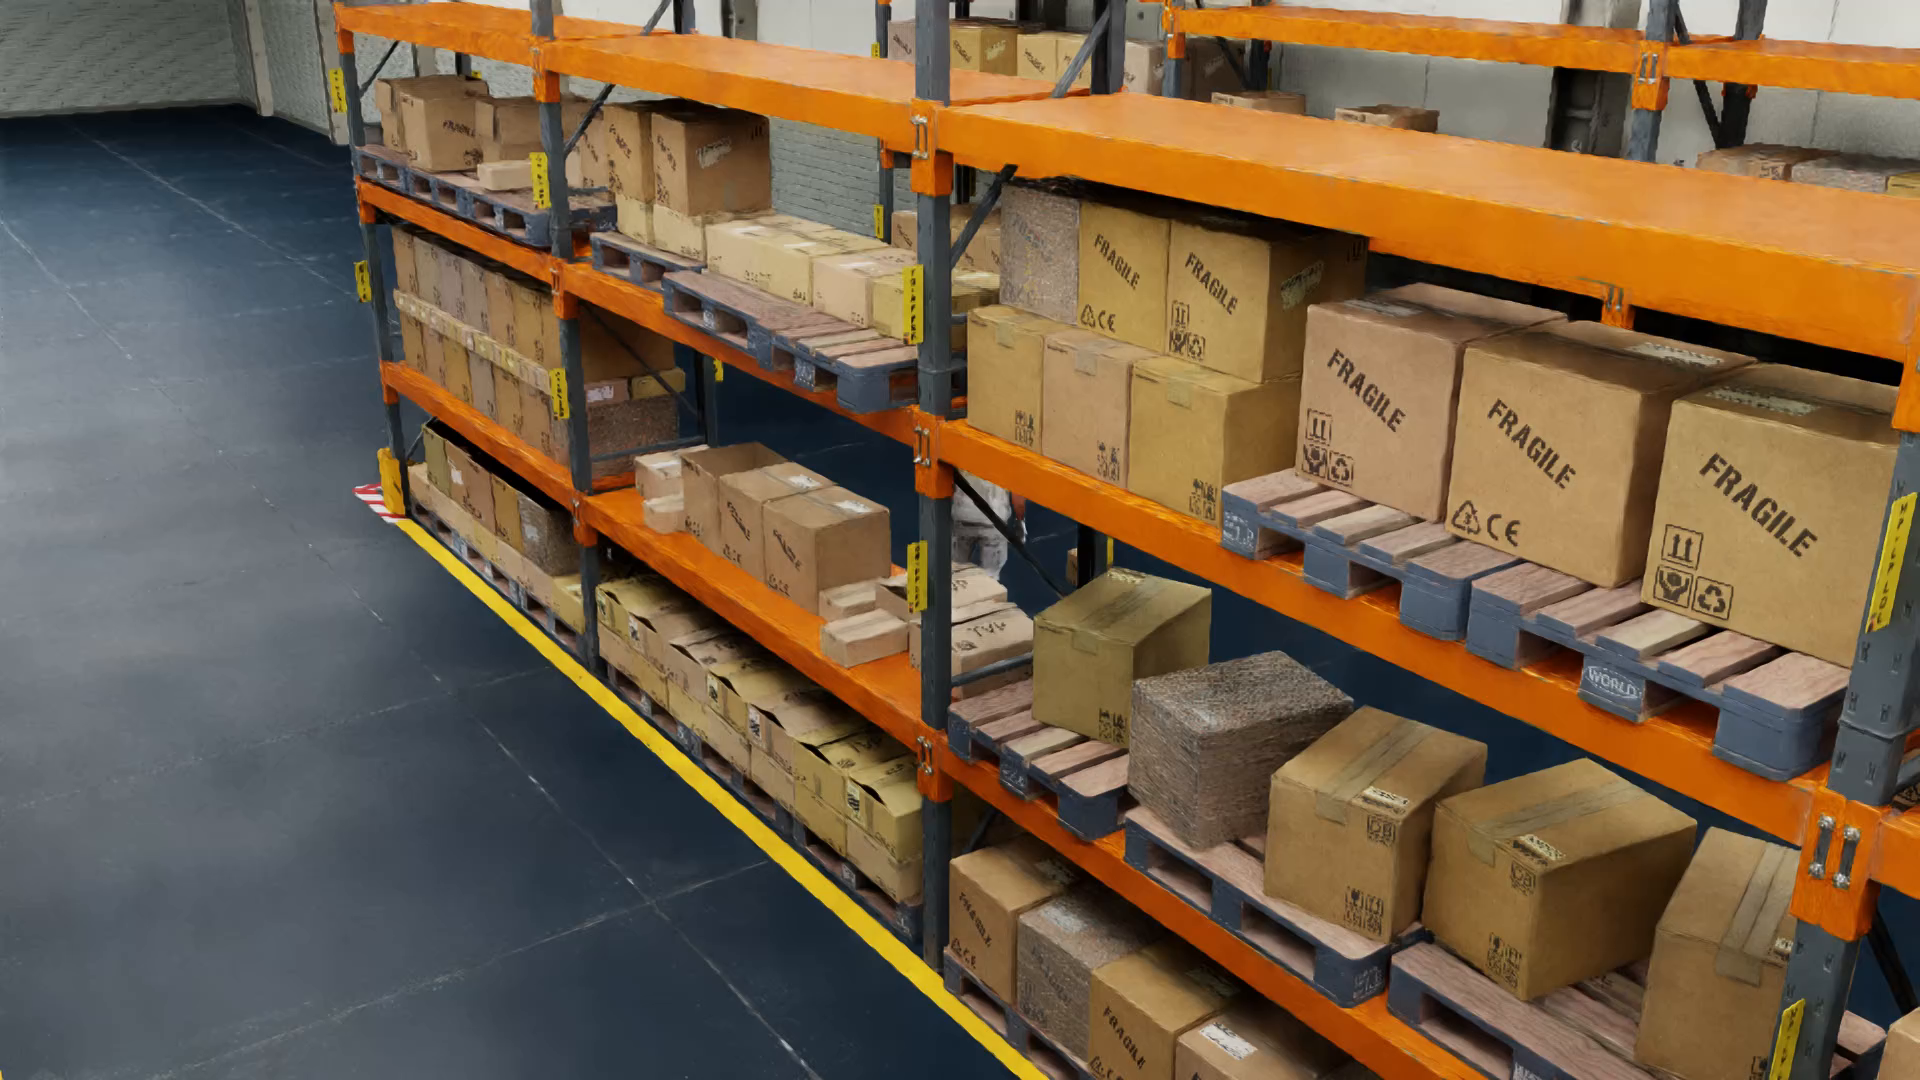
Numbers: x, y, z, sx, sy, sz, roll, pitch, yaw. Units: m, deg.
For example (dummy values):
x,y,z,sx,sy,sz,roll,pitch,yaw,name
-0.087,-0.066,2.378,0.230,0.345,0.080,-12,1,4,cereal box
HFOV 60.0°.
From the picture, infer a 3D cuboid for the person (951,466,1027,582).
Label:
x,y,z,sx,sy,sz,roll,pitch,yaw,name
0.144,-0.124,11.336,0.633,1.785,0.449,4,21,9,person
